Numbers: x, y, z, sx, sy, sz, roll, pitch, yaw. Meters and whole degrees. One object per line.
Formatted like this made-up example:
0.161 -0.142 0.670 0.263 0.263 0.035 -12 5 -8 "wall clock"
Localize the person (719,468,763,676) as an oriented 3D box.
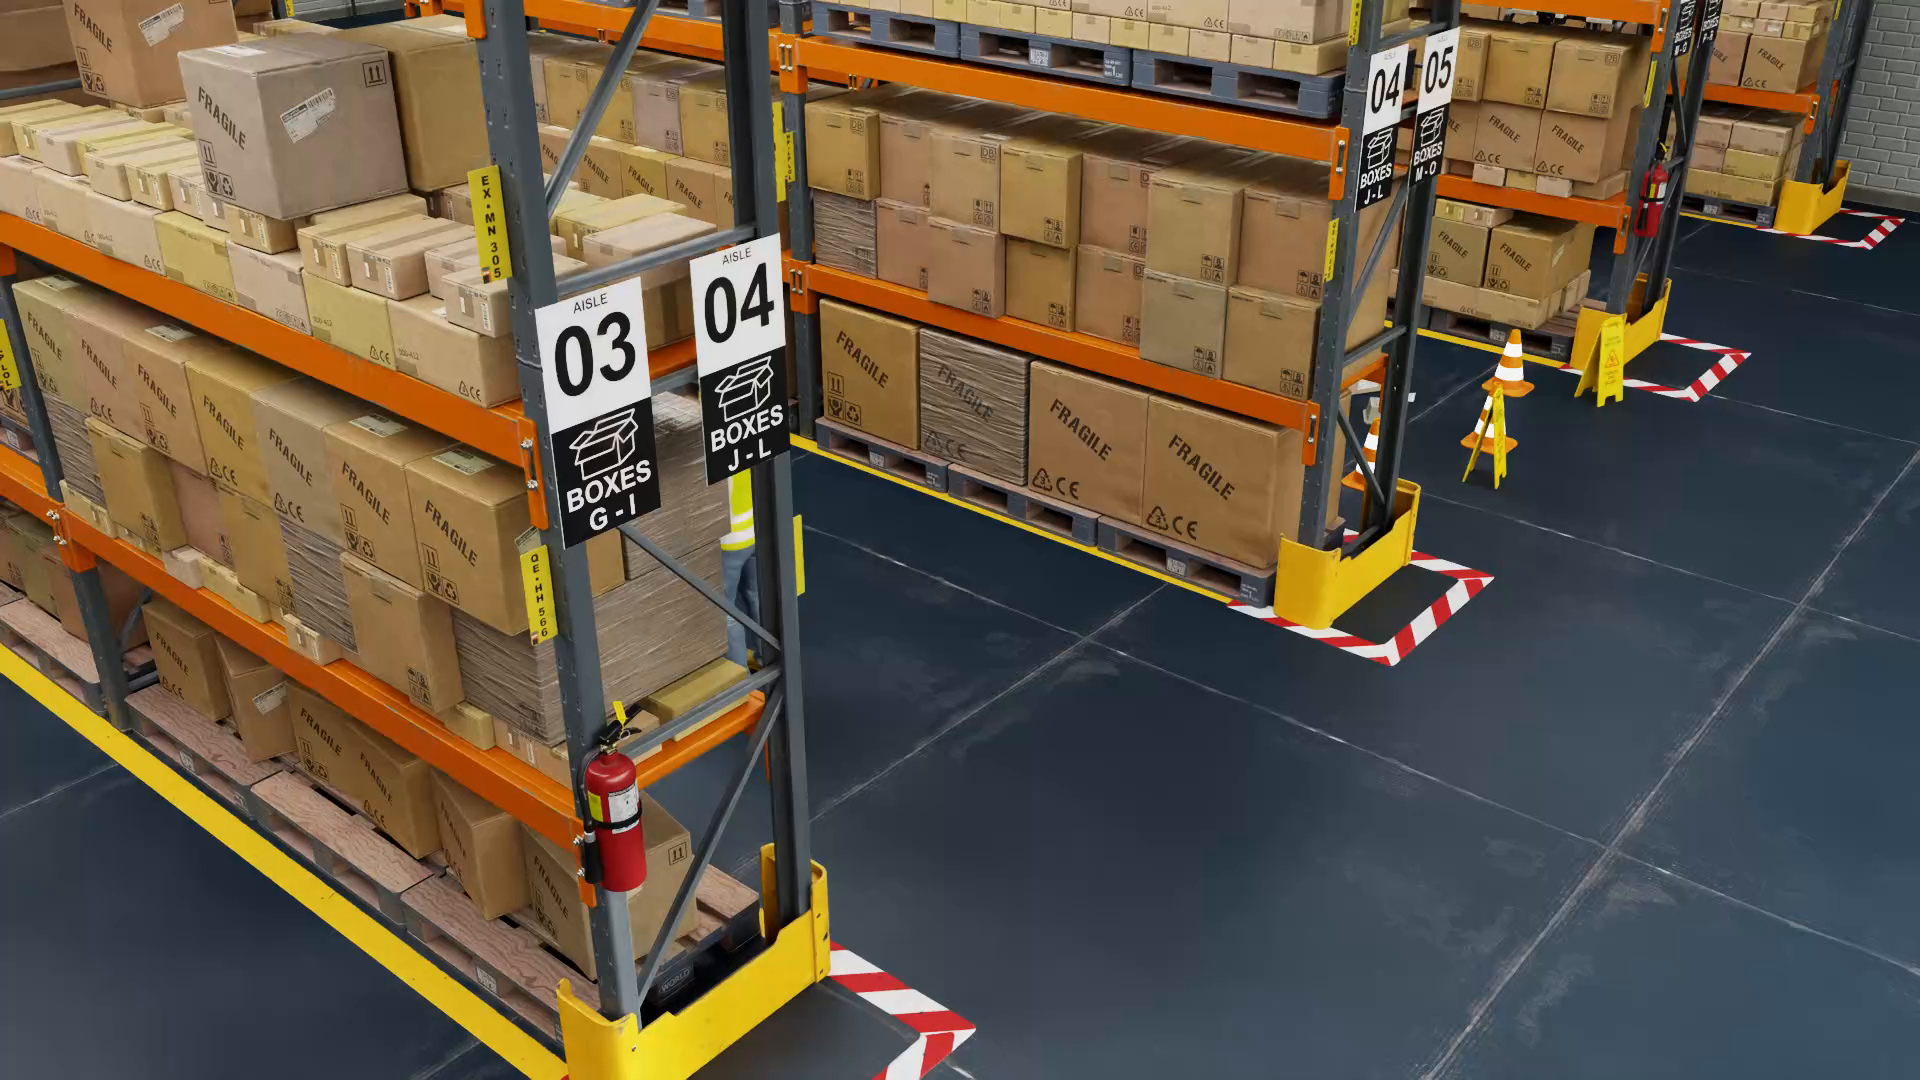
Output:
-1.206 -0.044 8.671 0.551 1.772 0.541 21 34 34 "person"
